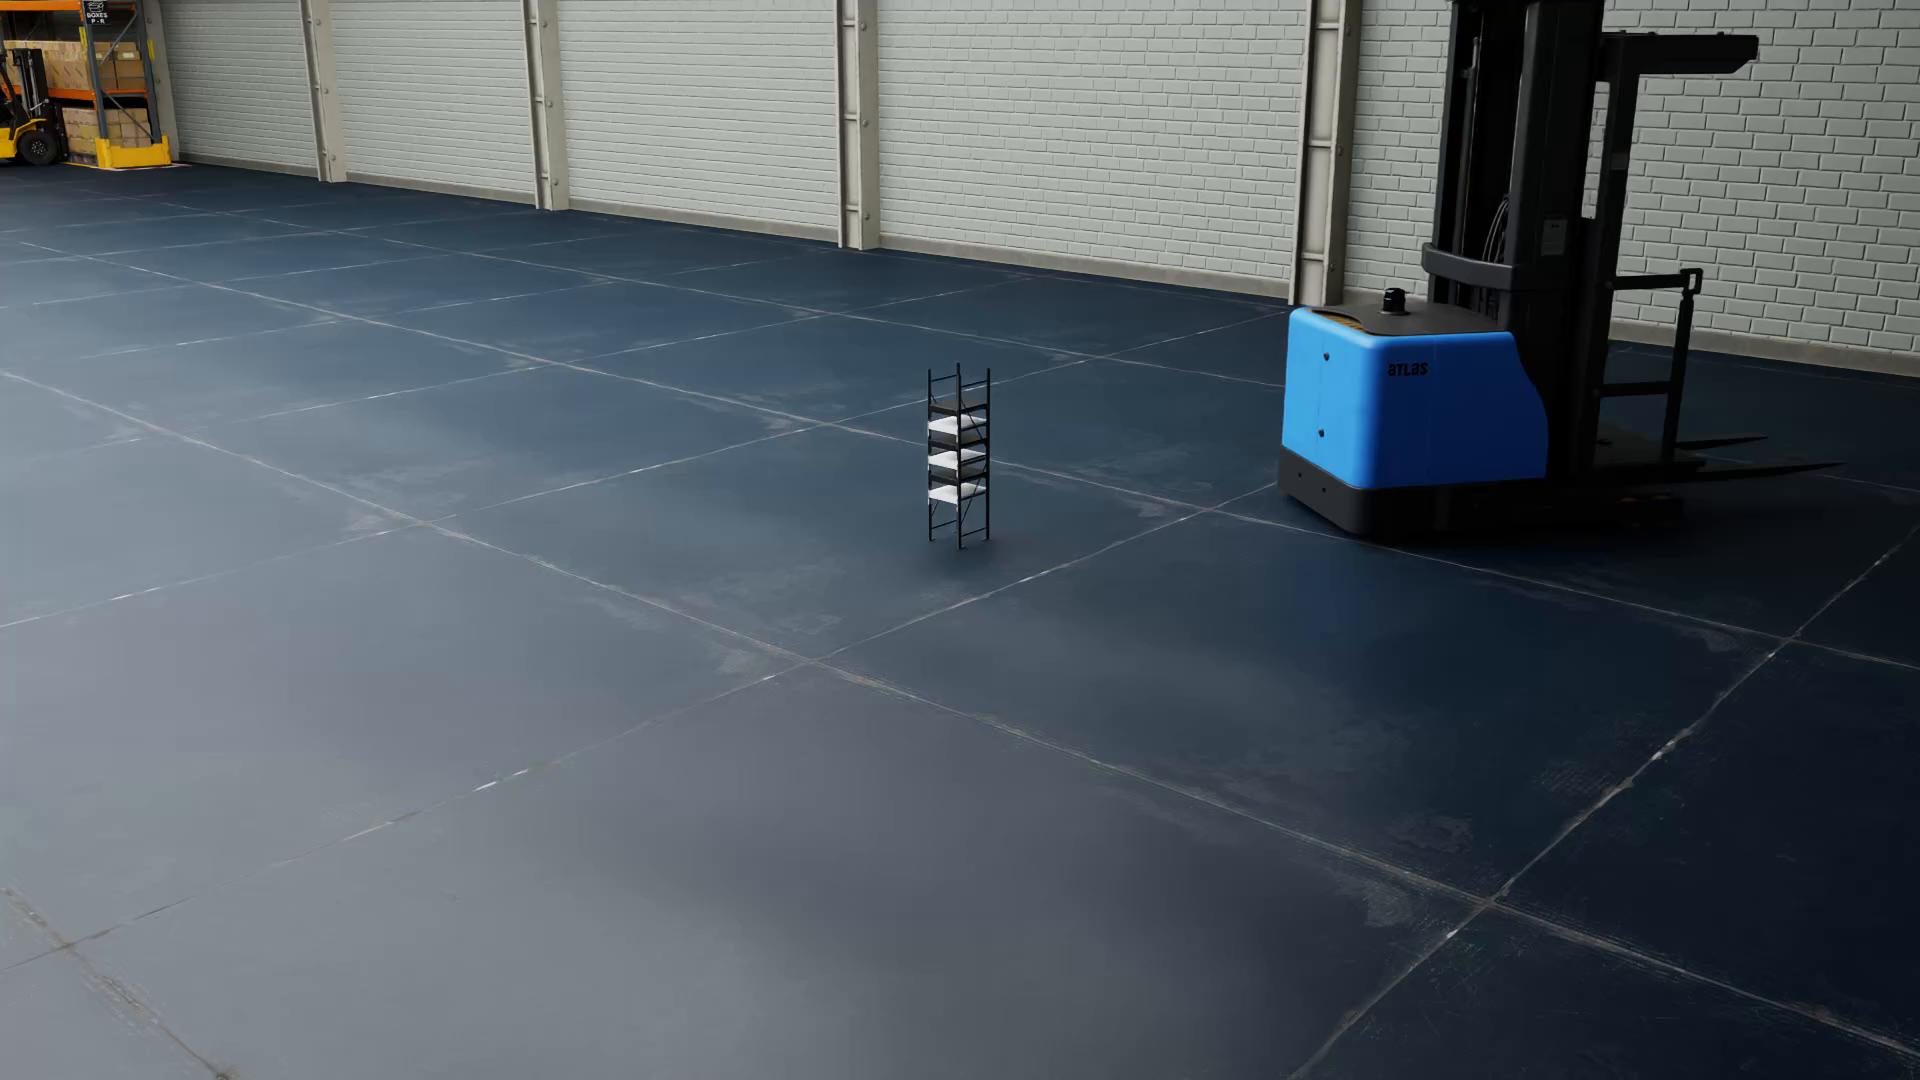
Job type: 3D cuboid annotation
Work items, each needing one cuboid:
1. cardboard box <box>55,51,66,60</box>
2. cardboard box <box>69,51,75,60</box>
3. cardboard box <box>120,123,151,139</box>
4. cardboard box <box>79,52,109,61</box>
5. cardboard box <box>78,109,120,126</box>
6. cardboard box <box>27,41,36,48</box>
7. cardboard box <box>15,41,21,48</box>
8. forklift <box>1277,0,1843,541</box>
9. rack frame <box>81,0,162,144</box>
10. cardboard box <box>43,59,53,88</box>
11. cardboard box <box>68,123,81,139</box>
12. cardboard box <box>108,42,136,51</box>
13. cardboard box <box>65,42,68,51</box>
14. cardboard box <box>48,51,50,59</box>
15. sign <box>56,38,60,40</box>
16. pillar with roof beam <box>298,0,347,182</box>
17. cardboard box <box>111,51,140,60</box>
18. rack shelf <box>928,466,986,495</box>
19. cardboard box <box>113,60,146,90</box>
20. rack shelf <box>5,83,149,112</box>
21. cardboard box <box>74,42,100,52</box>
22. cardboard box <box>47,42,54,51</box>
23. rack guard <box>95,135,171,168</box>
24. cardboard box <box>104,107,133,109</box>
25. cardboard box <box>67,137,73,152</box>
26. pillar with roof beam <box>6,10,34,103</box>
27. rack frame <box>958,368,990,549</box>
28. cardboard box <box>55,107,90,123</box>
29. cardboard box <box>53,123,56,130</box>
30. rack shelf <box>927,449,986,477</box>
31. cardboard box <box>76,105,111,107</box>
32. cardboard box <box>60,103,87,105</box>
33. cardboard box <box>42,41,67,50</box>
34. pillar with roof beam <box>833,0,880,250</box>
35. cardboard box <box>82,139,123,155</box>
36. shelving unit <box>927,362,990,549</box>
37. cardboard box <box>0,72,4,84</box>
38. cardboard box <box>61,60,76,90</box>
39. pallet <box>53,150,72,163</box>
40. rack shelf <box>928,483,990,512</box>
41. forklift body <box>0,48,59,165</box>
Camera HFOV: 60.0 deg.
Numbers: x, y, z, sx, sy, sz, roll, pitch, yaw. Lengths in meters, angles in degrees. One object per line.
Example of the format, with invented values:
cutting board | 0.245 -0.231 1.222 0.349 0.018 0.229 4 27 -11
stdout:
cardboard box | -15.928 -8.675 29.750 0.250 0.149 0.380 14 22 38
cardboard box | -15.519 -8.580 29.450 0.250 0.149 0.380 16 23 40
cardboard box | -14.923 -7.375 29.917 0.500 0.250 0.500 16 23 40
cardboard box | -15.155 -8.469 29.101 0.250 0.149 0.380 15 23 40
cardboard box | -15.261 -7.494 29.465 0.500 0.250 0.500 16 24 41
cardboard box | -16.871 -9.075 30.517 0.250 0.149 0.380 15 23 38
cardboard box | -17.392 -9.249 31.066 0.250 0.149 0.380 15 23 40
forklift | 3.352 -1.606 8.827 3.031 2.935 1.130 -4 18 -13
rack frame | -14.709 -8.106 29.195 0.127 3.000 1.000 15 23 39
cardboard box | -16.400 -8.501 30.273 0.500 0.500 0.500 15 23 40
cardboard box | -15.649 -7.364 29.882 0.500 0.250 0.500 15 23 39
cardboard box | -14.819 -8.720 29.401 0.250 0.149 0.380 14 23 38
cardboard box | -15.673 -8.785 29.604 0.250 0.149 0.380 15 23 40
cardboard box | -16.257 -8.792 30.118 0.250 0.149 0.380 15 23 39
sign | -17.334 -9.485 31.979 0.005 0.325 0.100 15 23 39
pillar with roof beam | -13.002 -9.131 22.505 0.400 9.000 9.100 15 23 39
cardboard box | -14.791 -8.590 29.481 0.250 0.149 0.380 14 23 38
rack shelf | -0.006 -0.313 8.518 0.200 0.077 0.258 15 23 39
cardboard box | -14.895 -8.316 29.691 0.500 0.500 0.500 16 24 41
rack shelf | -16.205 -8.165 30.569 4.000 0.370 1.077 15 23 39
cardboard box | -15.322 -8.671 29.247 0.250 0.149 0.380 15 23 39
cardboard box | -16.138 -8.863 29.849 0.250 0.149 0.380 16 23 40
rack guard | -14.691 -6.910 29.558 0.348 0.500 1.175 15 23 39
cardboard box | -15.319 -7.711 30.149 0.500 0.250 0.500 15 23 39
cardboard box | -16.004 -7.223 30.264 0.500 0.250 0.500 15 23 40
pillar with roof beam | -21.977 -11.540 30.097 0.400 9.000 9.100 15 23 39
rack frame | 0.070 -0.410 8.416 0.006 0.900 0.240 15 23 39
cardboard box | -16.031 -7.694 30.096 0.500 0.250 0.500 15 23 40
cardboard box | -16.421 -7.564 30.513 0.500 0.250 0.500 15 23 39
rack shelf | -0.006 -0.399 8.491 0.200 0.077 0.258 15 23 39
cardboard box | -16.065 -7.918 30.802 0.500 0.250 0.500 14 23 38
cardboard box | -16.816 -8.122 31.443 0.500 0.250 0.500 15 23 38
cardboard box | -16.445 -8.990 30.251 0.250 0.149 0.380 15 23 39
pillar with roof beam | -4.026 -6.721 14.913 0.400 9.000 9.100 15 23 39
cardboard box | -15.270 -7.019 29.619 0.500 0.250 0.500 15 23 40
shelving unit | -0.006 -0.431 8.481 0.210 0.900 0.258 15 23 39
cardboard box | -18.252 -8.880 31.881 0.500 0.250 0.500 16 23 40
cardboard box | -15.634 -8.299 29.639 0.500 0.500 0.500 16 24 41
pallet | -16.217 -7.166 30.843 1.213 0.211 1.003 15 23 39
rack shelf | -0.006 -0.227 8.545 0.200 0.077 0.258 15 23 39
forklift body | -17.339 -7.669 29.222 1.214 2.155 2.313 15 23 39
